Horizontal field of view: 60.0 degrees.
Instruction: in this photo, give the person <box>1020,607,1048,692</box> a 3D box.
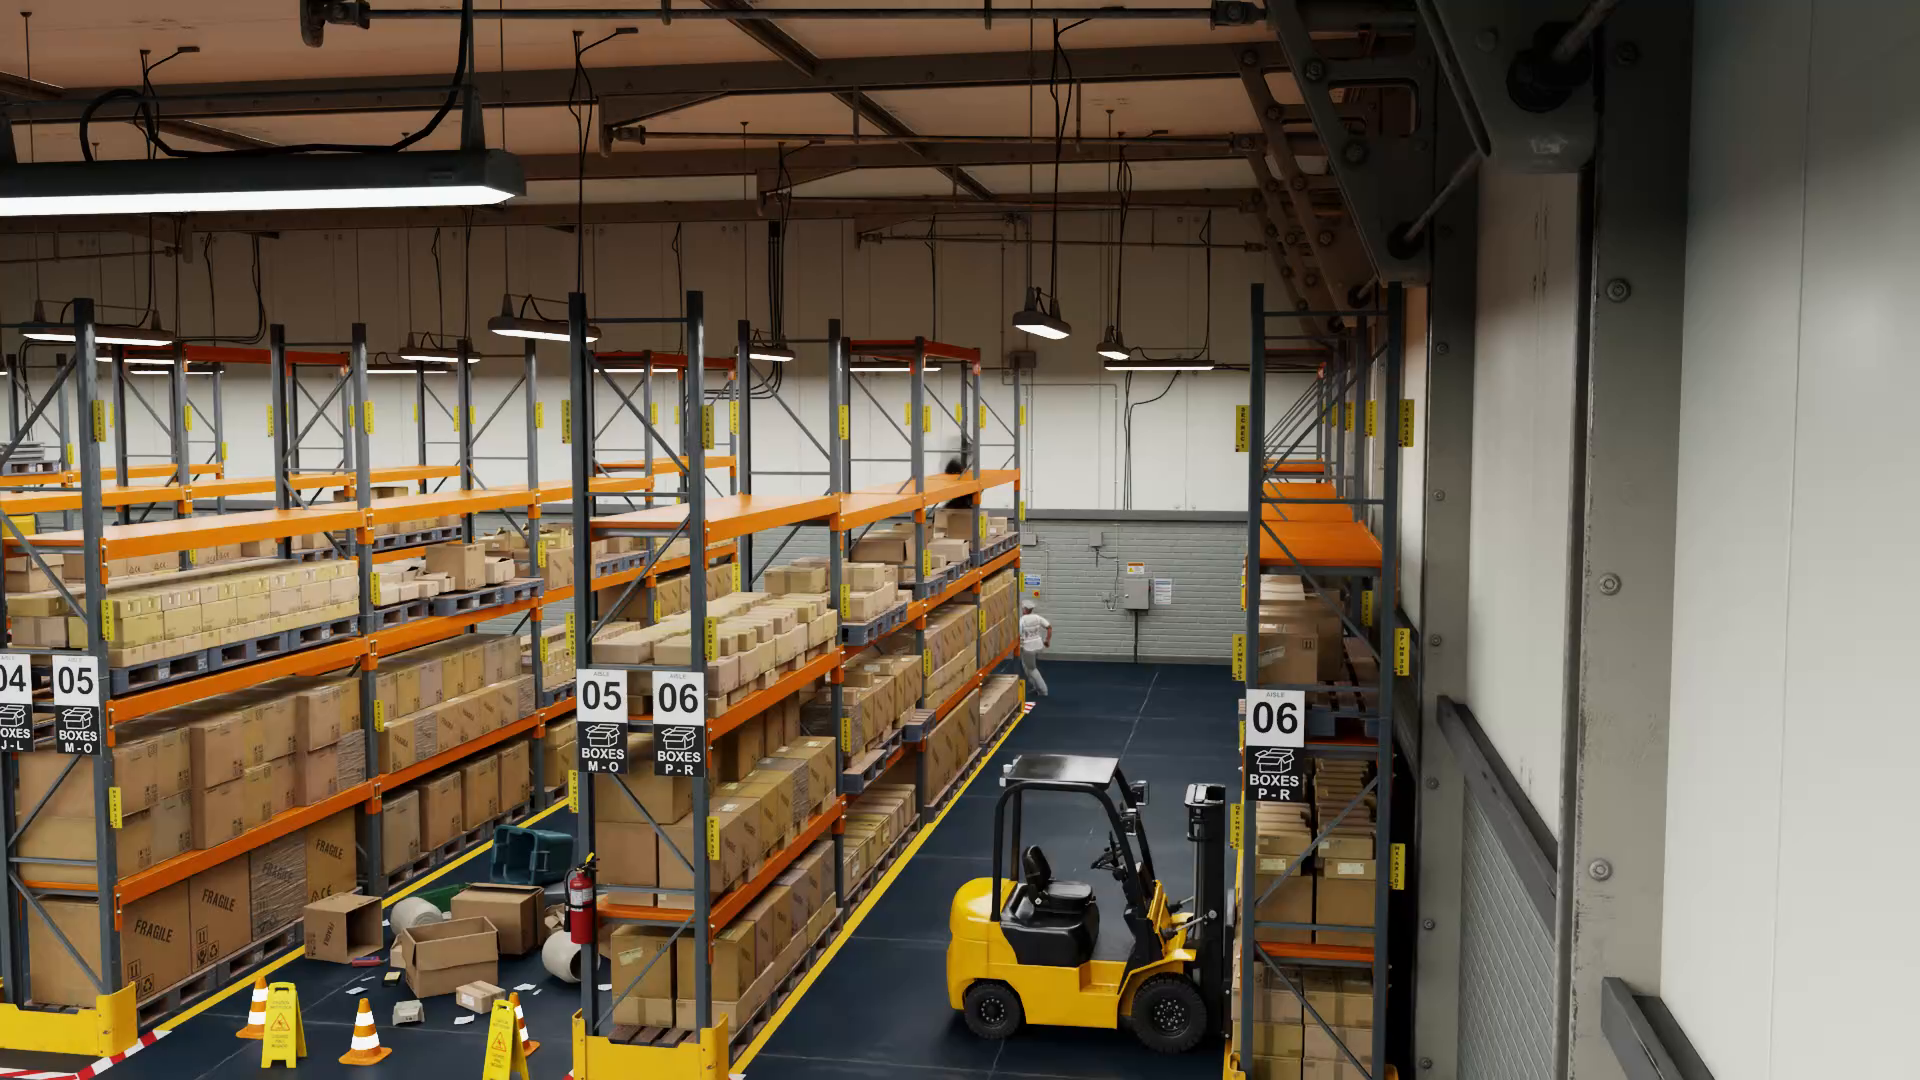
[{"bbox_3d":[1.227,1.921,29.458,0.509,1.518,0.664,-4,6,-41],"label":"person"}]
